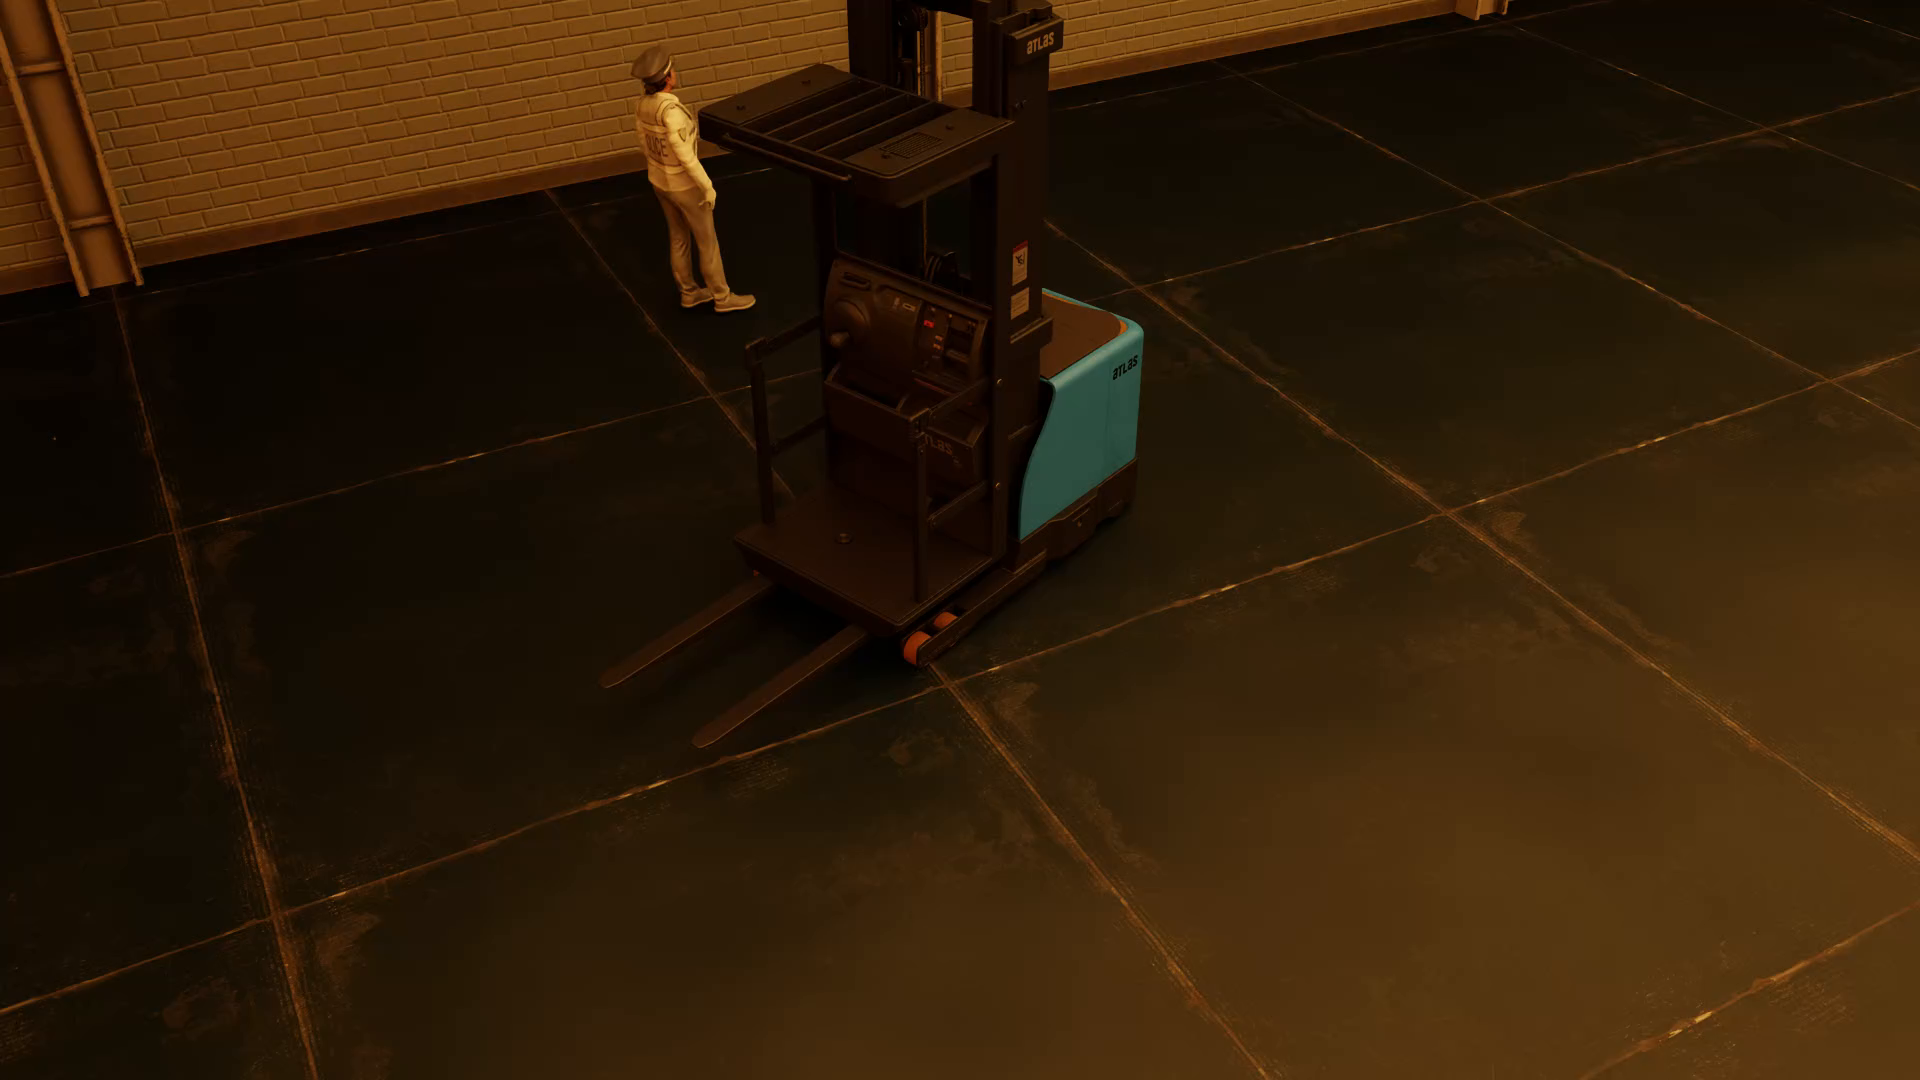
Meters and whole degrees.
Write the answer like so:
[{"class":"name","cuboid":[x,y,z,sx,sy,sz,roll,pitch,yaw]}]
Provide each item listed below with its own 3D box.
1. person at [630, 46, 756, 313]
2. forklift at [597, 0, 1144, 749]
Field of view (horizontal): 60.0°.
[{"class":"person","cuboid":[-1.693,-2.238,10.348,0.534,1.694,0.584,-28,44,-34]},{"class":"forklift","cuboid":[-0.390,-0.927,7.434,1.130,2.935,3.031,26,43,31]}]
